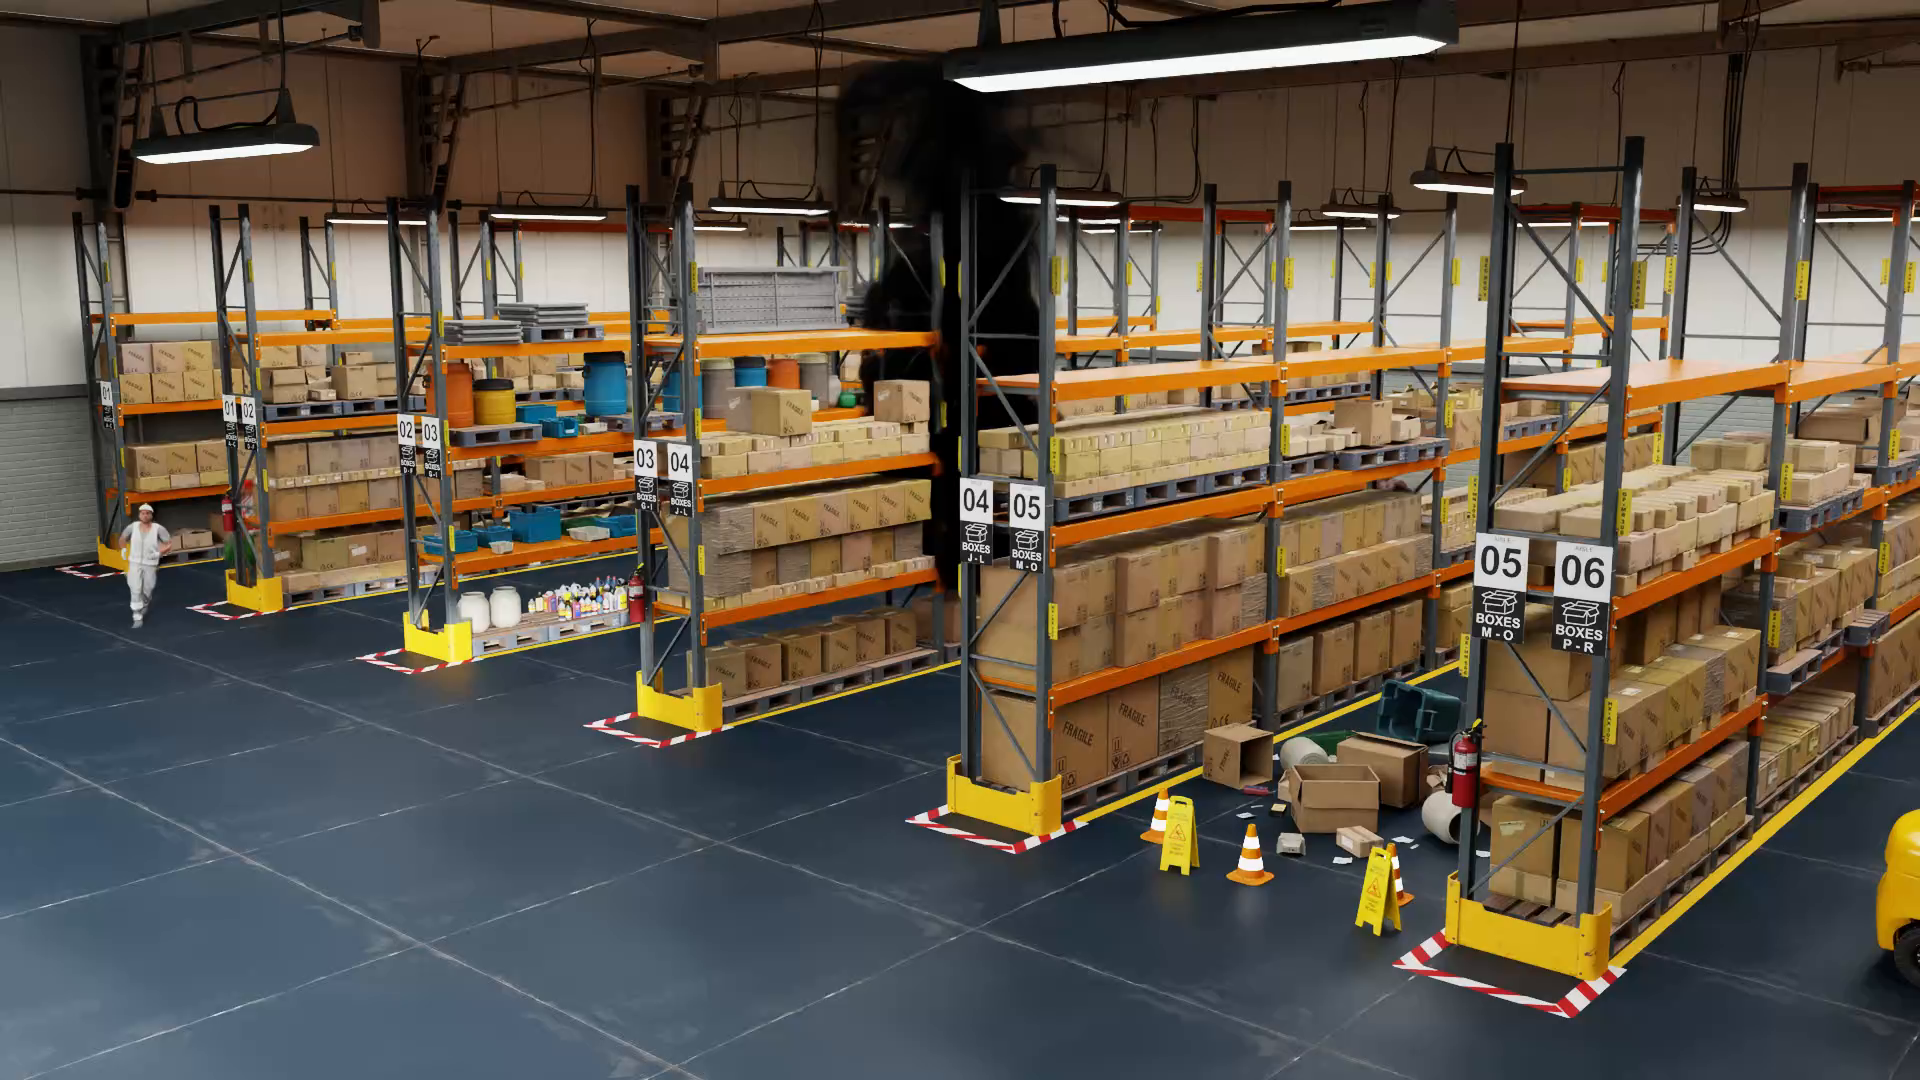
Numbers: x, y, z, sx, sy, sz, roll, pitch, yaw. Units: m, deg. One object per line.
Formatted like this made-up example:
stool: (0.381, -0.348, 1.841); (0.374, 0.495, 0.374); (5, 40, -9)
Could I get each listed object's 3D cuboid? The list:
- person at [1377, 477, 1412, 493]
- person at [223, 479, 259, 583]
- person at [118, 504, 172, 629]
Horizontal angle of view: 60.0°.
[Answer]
person: (7.233, -0.409, 28.266); (1.126, 1.765, 0.723); (-9, 13, -42)
person: (-11.432, -0.107, 26.615); (0.646, 1.778, 0.702); (6, 11, 31)
person: (-11.751, 0.345, 24.021); (0.704, 1.744, 0.794); (-3, 10, -17)
